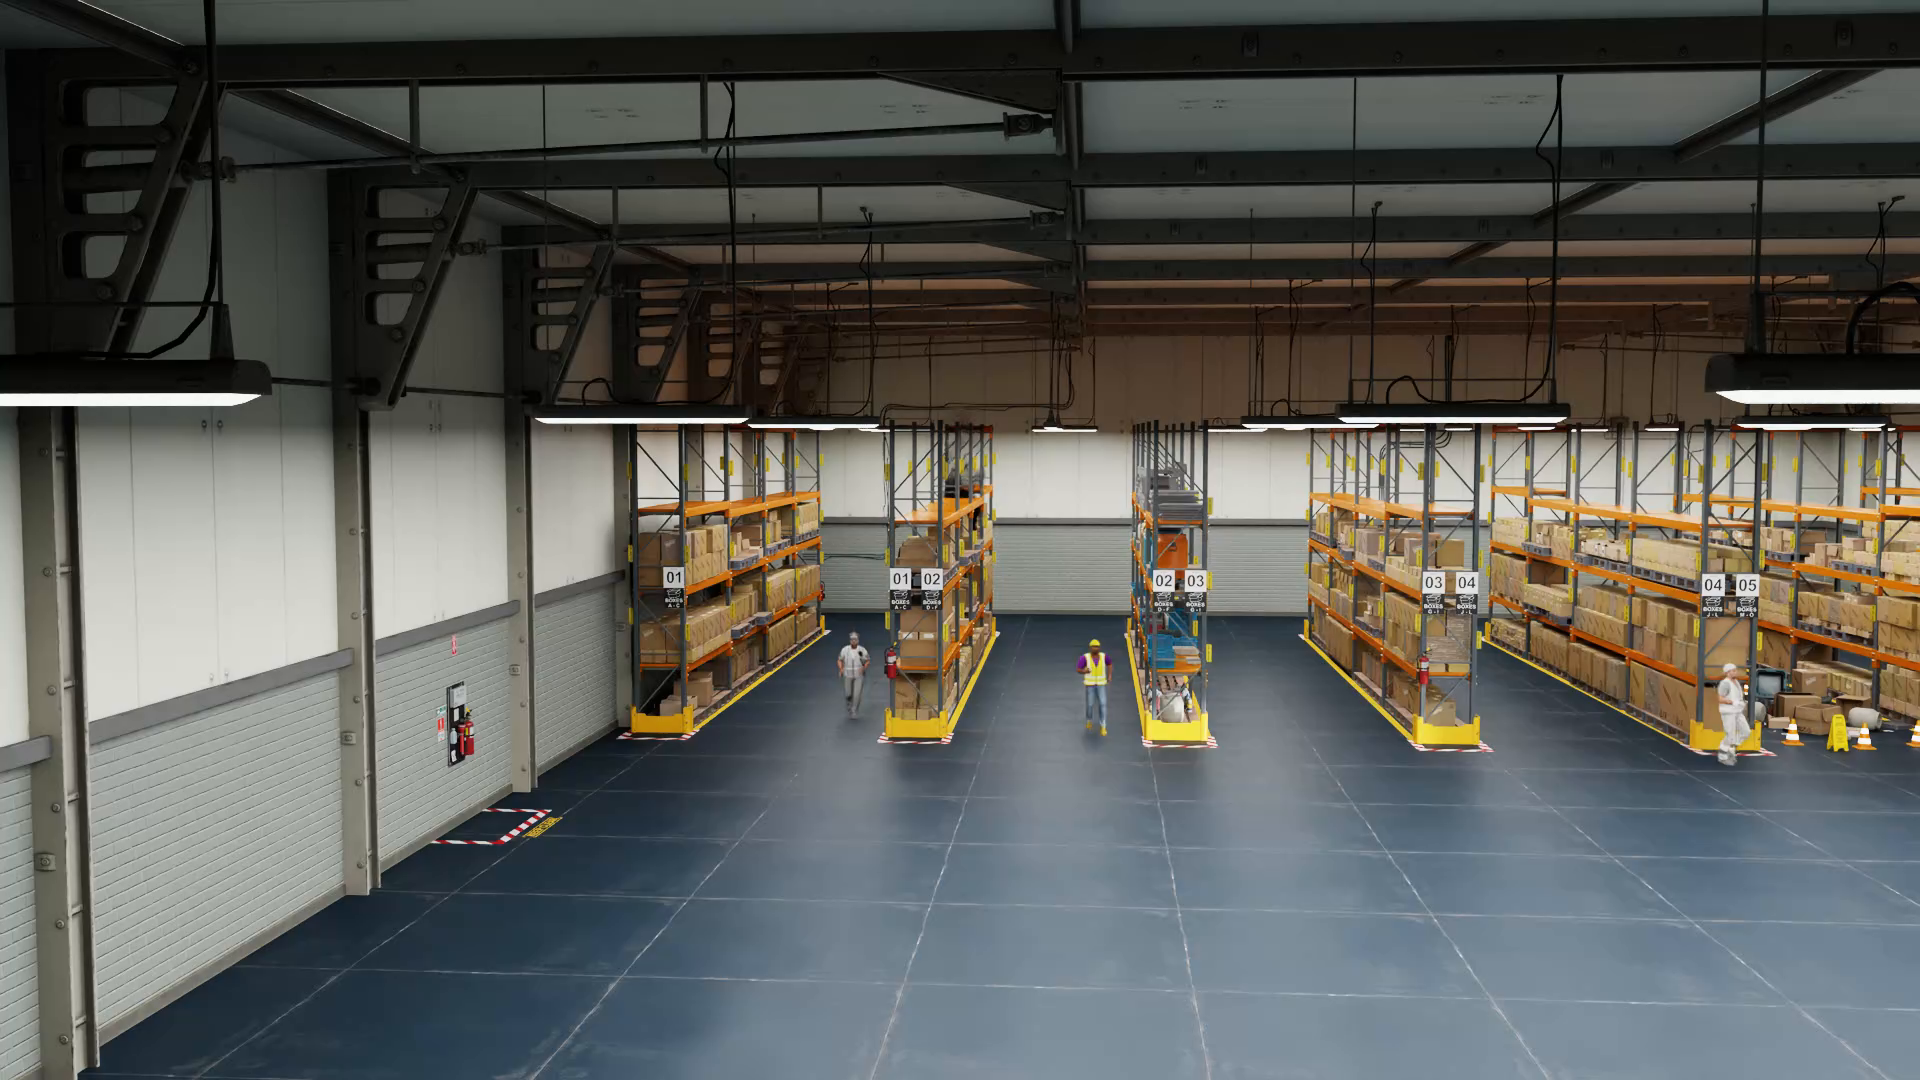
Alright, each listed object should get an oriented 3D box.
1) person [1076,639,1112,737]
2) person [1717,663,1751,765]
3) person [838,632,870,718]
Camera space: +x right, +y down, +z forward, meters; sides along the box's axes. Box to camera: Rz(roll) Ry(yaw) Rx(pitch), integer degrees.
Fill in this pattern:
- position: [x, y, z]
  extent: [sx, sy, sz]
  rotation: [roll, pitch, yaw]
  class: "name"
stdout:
- position: [2.583, 2.807, 31.865]
  extent: [0.709, 1.825, 0.740]
  rotation: [0, 4, -1]
  class: "person"
- position: [13.434, 3.024, 28.819]
  extent: [0.710, 1.776, 0.588]
  rotation: [-3, 4, -36]
  class: "person"
- position: [-2.146, 2.727, 33.652]
  extent: [0.663, 1.734, 0.600]
  rotation: [0, 4, -1]
  class: "person"
